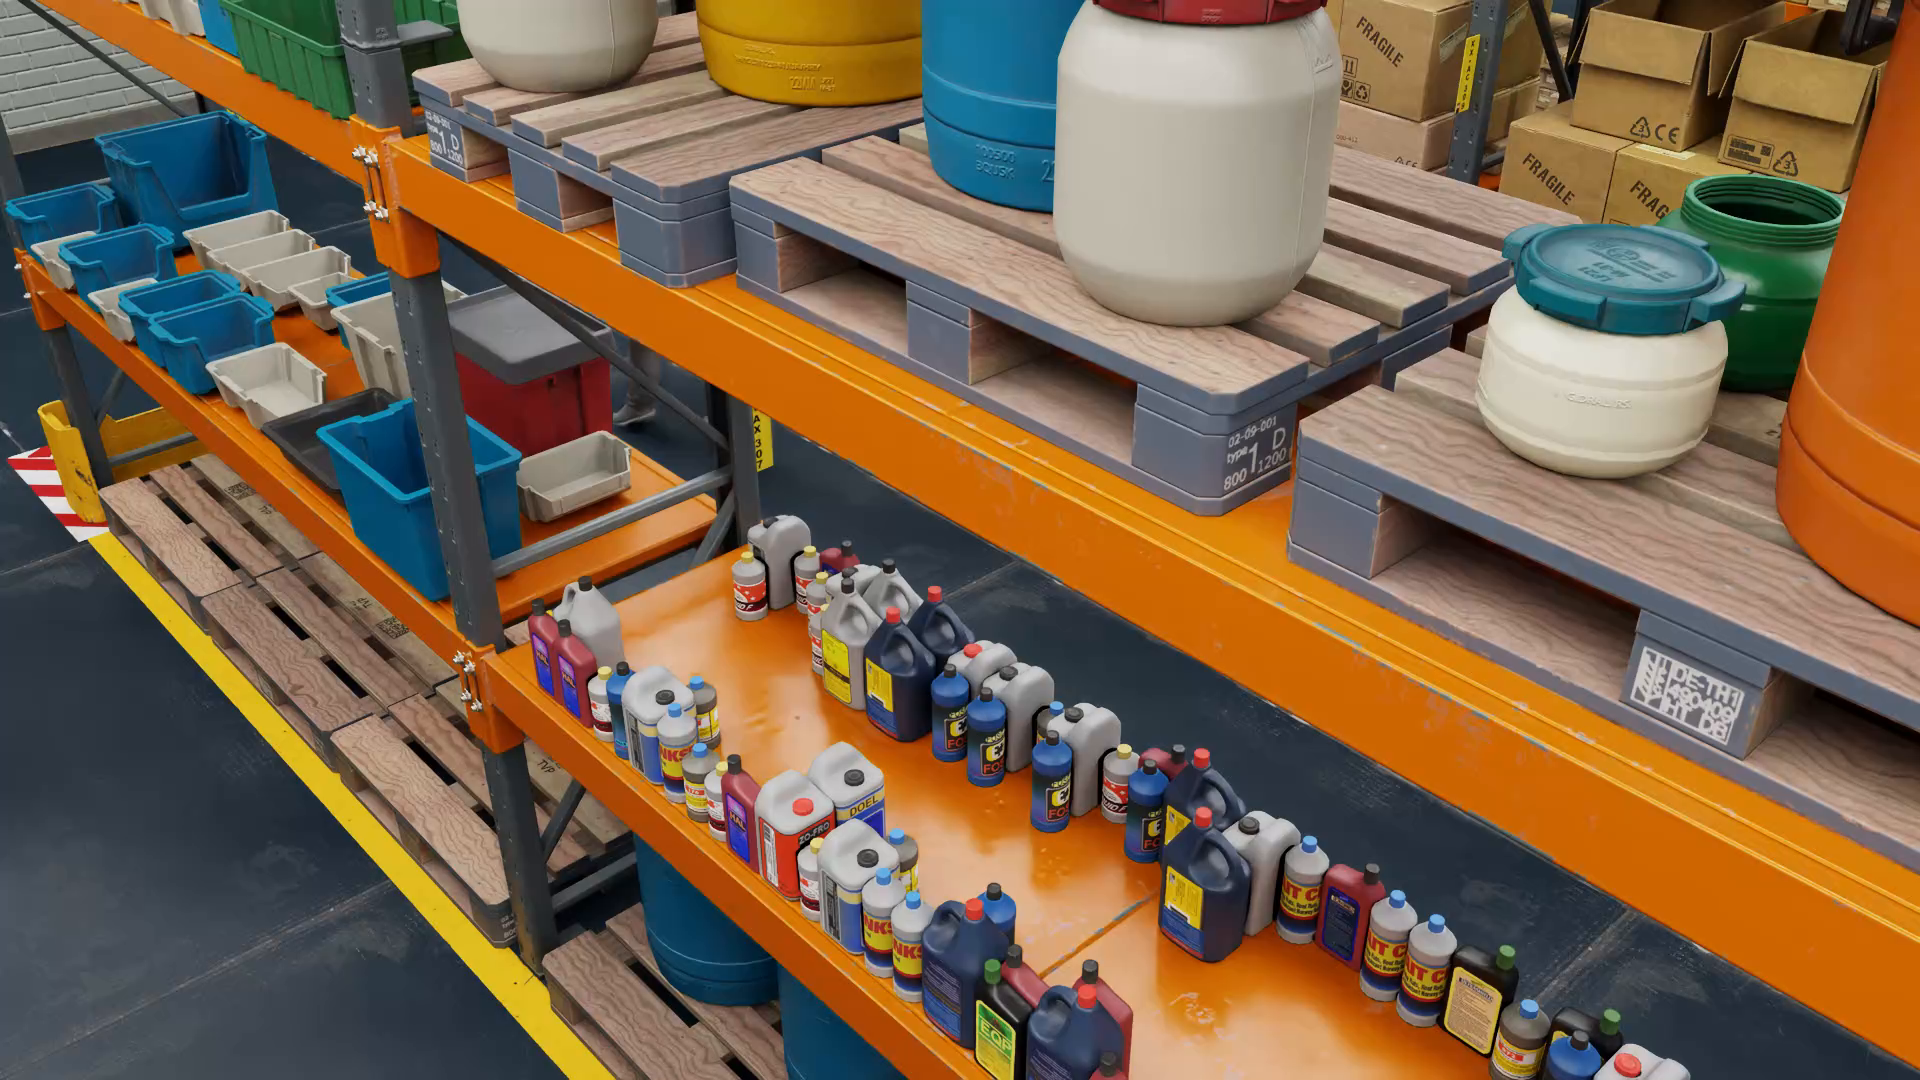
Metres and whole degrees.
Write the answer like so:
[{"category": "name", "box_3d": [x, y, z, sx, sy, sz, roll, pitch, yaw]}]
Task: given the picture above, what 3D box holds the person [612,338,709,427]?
[{"category": "person", "box_3d": [-1.428, -1.292, 8.194, 0.788, 1.710, 0.484, 22, 38, 31]}]
